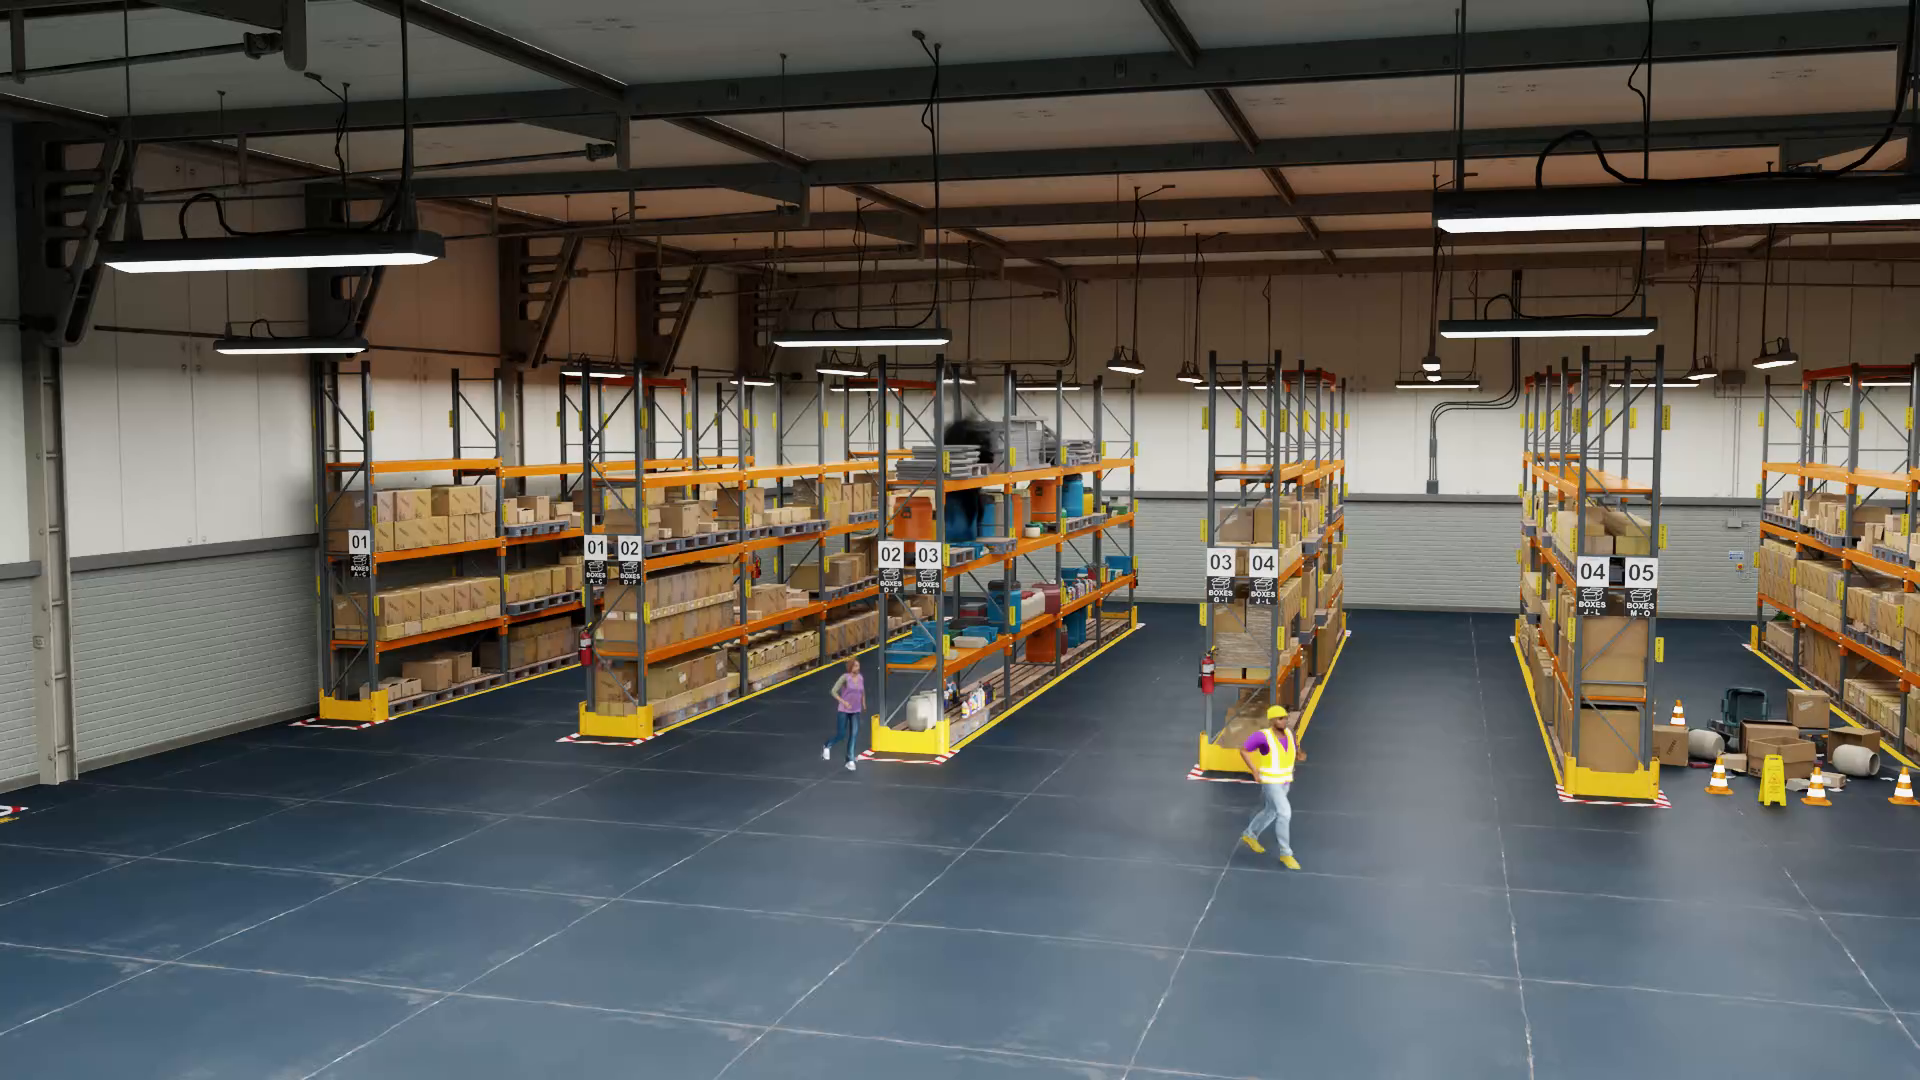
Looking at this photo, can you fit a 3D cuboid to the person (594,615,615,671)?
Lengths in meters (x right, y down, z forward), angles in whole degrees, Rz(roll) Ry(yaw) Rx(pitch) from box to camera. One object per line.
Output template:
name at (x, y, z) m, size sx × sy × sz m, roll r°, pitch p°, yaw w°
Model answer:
person at (-6.218, 2.102, 29.206) m, size 0.566 × 1.624 × 0.546 m, roll 0°, pitch 4°, yaw 7°

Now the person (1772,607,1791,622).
person at (18.703, 1.490, 37.599) m, size 0.910 × 1.665 × 0.494 m, roll -3°, pitch 5°, yaw -37°

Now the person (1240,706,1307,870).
person at (3.588, 2.770, 18.910) m, size 0.671 × 1.811 × 0.866 m, roll -4°, pitch 5°, yaw -42°

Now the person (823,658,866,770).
person at (-1.584, 2.503, 24.111) m, size 0.601 × 1.532 × 0.846 m, roll -3°, pitch 5°, yaw -32°
